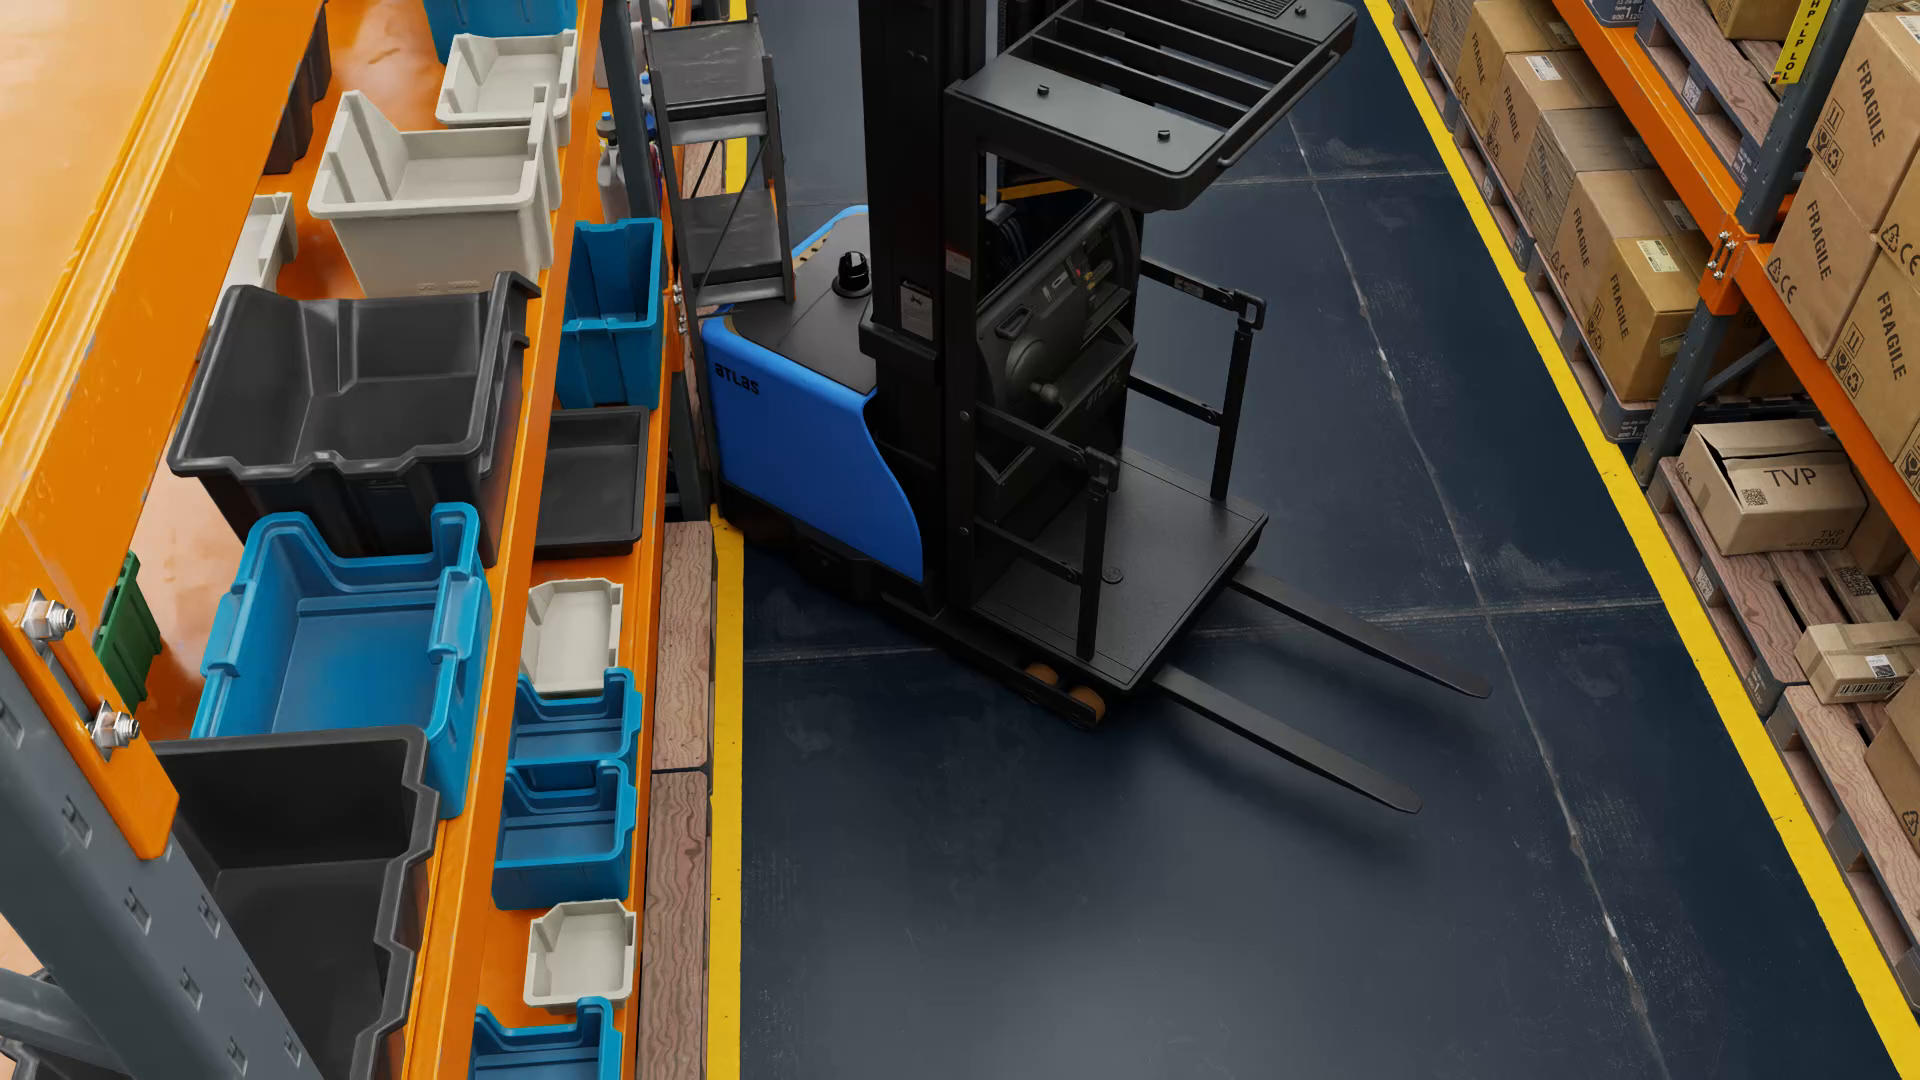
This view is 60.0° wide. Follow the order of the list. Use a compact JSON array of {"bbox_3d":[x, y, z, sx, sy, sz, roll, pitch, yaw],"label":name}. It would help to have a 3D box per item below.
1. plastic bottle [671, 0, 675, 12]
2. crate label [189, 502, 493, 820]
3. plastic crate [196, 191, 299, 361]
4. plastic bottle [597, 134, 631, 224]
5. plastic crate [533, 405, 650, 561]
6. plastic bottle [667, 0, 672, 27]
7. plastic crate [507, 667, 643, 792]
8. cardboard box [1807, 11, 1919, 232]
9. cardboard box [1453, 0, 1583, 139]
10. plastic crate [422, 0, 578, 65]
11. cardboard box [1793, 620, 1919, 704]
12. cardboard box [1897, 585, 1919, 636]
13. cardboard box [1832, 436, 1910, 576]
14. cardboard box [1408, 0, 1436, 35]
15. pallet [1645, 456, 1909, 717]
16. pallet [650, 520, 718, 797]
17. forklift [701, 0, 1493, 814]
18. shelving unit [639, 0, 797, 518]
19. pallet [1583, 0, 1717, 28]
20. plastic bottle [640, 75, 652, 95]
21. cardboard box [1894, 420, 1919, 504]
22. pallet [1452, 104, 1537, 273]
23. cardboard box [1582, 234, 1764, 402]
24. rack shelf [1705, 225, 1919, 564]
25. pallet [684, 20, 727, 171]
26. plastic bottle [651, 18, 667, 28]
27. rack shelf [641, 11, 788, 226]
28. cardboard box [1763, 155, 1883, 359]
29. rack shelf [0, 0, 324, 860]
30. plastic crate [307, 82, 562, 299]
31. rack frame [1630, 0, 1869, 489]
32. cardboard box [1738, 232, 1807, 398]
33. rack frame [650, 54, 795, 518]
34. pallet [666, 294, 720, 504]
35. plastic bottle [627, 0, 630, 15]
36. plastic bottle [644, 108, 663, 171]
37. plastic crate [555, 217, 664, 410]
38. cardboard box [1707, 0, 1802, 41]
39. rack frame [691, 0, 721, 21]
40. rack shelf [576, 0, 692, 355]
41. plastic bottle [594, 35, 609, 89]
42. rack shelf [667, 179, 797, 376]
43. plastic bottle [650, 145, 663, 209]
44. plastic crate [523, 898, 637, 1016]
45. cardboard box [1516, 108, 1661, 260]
[{"bbox_3d":[-1.323,-2.464,7.188,0.144,0.351,0.185,-3,47,-3],"label":"plastic bottle"},{"bbox_3d":[-0.962,0.198,2.669,0.408,0.251,0.502,-3,47,-3],"label":"crate label"},{"bbox_3d":[-1.627,-0.555,3.462,0.437,0.136,0.530,-3,47,-3],"label":"plastic crate"},{"bbox_3d":[-1.252,-1.315,6.100,0.144,0.351,0.185,-3,47,-3],"label":"plastic bottle"},{"bbox_3d":[-1.180,-0.161,5.121,0.437,0.125,0.590,-3,47,-3],"label":"plastic crate"},{"bbox_3d":[-1.280,-2.265,7.055,0.097,0.271,0.097,0,47,0],"label":"plastic bottle"},{"bbox_3d":[-1.035,0.534,4.388,0.416,0.233,0.300,-3,47,-3],"label":"plastic crate"},{"bbox_3d":[3.154,-1.347,5.338,0.500,0.500,0.500,-2,47,-2],"label":"cardboard box"},{"bbox_3d":[2.900,-2.424,8.535,0.500,0.500,0.500,-4,47,-4],"label":"cardboard box"},{"bbox_3d":[-1.147,-1.363,4.161,0.416,0.233,0.300,-3,47,-3],"label":"plastic crate"},{"bbox_3d":[3.297,0.439,6.054,0.380,0.166,0.250,-3,47,-3],"label":"cardboard box"},{"bbox_3d":[3.788,0.384,6.005,0.500,0.311,0.500,-3,47,-3],"label":"cardboard box"},{"bbox_3d":[3.725,-0.223,6.451,0.500,0.500,0.500,-3,47,-3],"label":"cardboard box"},{"bbox_3d":[2.813,-3.166,9.237,0.500,0.500,0.500,-2,47,-2],"label":"cardboard box"},{"bbox_3d":[3.451,0.129,6.619,1.003,0.211,1.213,-3,47,-3],"label":"pallet"},{"bbox_3d":[-1.441,0.460,6.305,1.003,0.211,1.213,-3,47,-3],"label":"pallet"},{"bbox_3d":[0.516,-0.746,5.574,3.031,2.935,1.130,27,52,23],"label":"forklift"},{"bbox_3d":[-0.864,-1.019,6.373,0.431,2.100,0.503,-9,47,-8],"label":"shelving unit"},{"bbox_3d":[3.227,-2.748,7.555,1.003,0.211,1.213,-3,47,-3],"label":"pallet"},{"bbox_3d":[-1.214,-1.692,6.512,0.097,0.271,0.097,0,47,0],"label":"plastic bottle"},{"bbox_3d":[3.251,-0.243,4.982,0.500,0.500,0.500,-4,47,-4],"label":"cardboard box"},{"bbox_3d":[3.184,-1.839,8.482,1.003,0.211,1.213,-3,47,-3],"label":"pallet"},{"bbox_3d":[3.068,-0.958,7.146,0.500,0.500,0.500,-4,47,-4],"label":"cardboard box"},{"bbox_3d":[3.562,0.368,4.968,1.077,0.370,4.000,-3,47,-3],"label":"rack shelf"},{"bbox_3d":[-1.769,-2.395,9.010,1.003,0.211,1.213,-3,47,-3],"label":"pallet"},{"bbox_3d":[-1.261,-2.073,6.921,0.097,0.201,0.097,0,47,0],"label":"plastic bottle"},{"bbox_3d":[-0.865,-1.489,5.873,0.431,0.518,0.480,-9,47,-8],"label":"rack shelf"},{"bbox_3d":[3.166,-0.976,5.676,0.500,0.500,0.500,-2,47,-2],"label":"cardboard box"},{"bbox_3d":[-1.374,-1.259,2.652,1.077,0.370,4.000,-3,47,-3],"label":"rack shelf"},{"bbox_3d":[-1.085,-0.747,3.544,0.437,0.282,0.530,-3,47,-3],"label":"plastic crate"},{"bbox_3d":[3.395,-1.327,6.077,1.000,3.000,0.127,-3,47,-3],"label":"rack frame"},{"bbox_3d":[3.597,-0.983,7.170,0.500,0.500,0.500,-5,47,-5],"label":"cardboard box"},{"bbox_3d":[-0.813,-0.845,6.210,0.400,2.100,0.015,-9,47,-8],"label":"rack frame"},{"bbox_3d":[-1.565,-0.630,7.338,1.003,0.211,1.213,-3,47,-3],"label":"pallet"},{"bbox_3d":[-1.440,-2.397,7.180,0.097,0.271,0.097,0,47,0],"label":"plastic bottle"},{"bbox_3d":[-1.194,-1.524,6.353,0.097,0.271,0.097,0,47,0],"label":"plastic bottle"},{"bbox_3d":[-1.163,-0.726,5.478,0.392,0.384,0.575,-3,47,-3],"label":"plastic crate"},{"bbox_3d":[3.457,-2.355,6.693,0.700,0.500,0.500,3,47,3],"label":"cardboard box"},{"bbox_3d":[-1.876,-3.922,8.535,1.000,3.000,0.127,-3,47,-3],"label":"rack frame"},{"bbox_3d":[-1.709,-2.228,7.426,1.077,0.370,4.000,-3,47,-3],"label":"rack shelf"},{"bbox_3d":[-1.430,-2.004,6.804,0.152,0.276,0.135,-3,47,-3],"label":"plastic bottle"},{"bbox_3d":[-0.864,-1.010,6.383,0.431,0.518,0.480,-9,47,-8],"label":"rack shelf"},{"bbox_3d":[-1.158,-1.376,6.204,0.061,0.283,0.133,-3,47,-3],"label":"plastic bottle"},{"bbox_3d":[-0.901,1.009,4.005,0.250,0.136,0.298,-3,47,-3],"label":"plastic crate"},{"bbox_3d":[2.993,-1.679,7.829,0.500,0.500,0.500,-3,47,-3],"label":"cardboard box"}]
